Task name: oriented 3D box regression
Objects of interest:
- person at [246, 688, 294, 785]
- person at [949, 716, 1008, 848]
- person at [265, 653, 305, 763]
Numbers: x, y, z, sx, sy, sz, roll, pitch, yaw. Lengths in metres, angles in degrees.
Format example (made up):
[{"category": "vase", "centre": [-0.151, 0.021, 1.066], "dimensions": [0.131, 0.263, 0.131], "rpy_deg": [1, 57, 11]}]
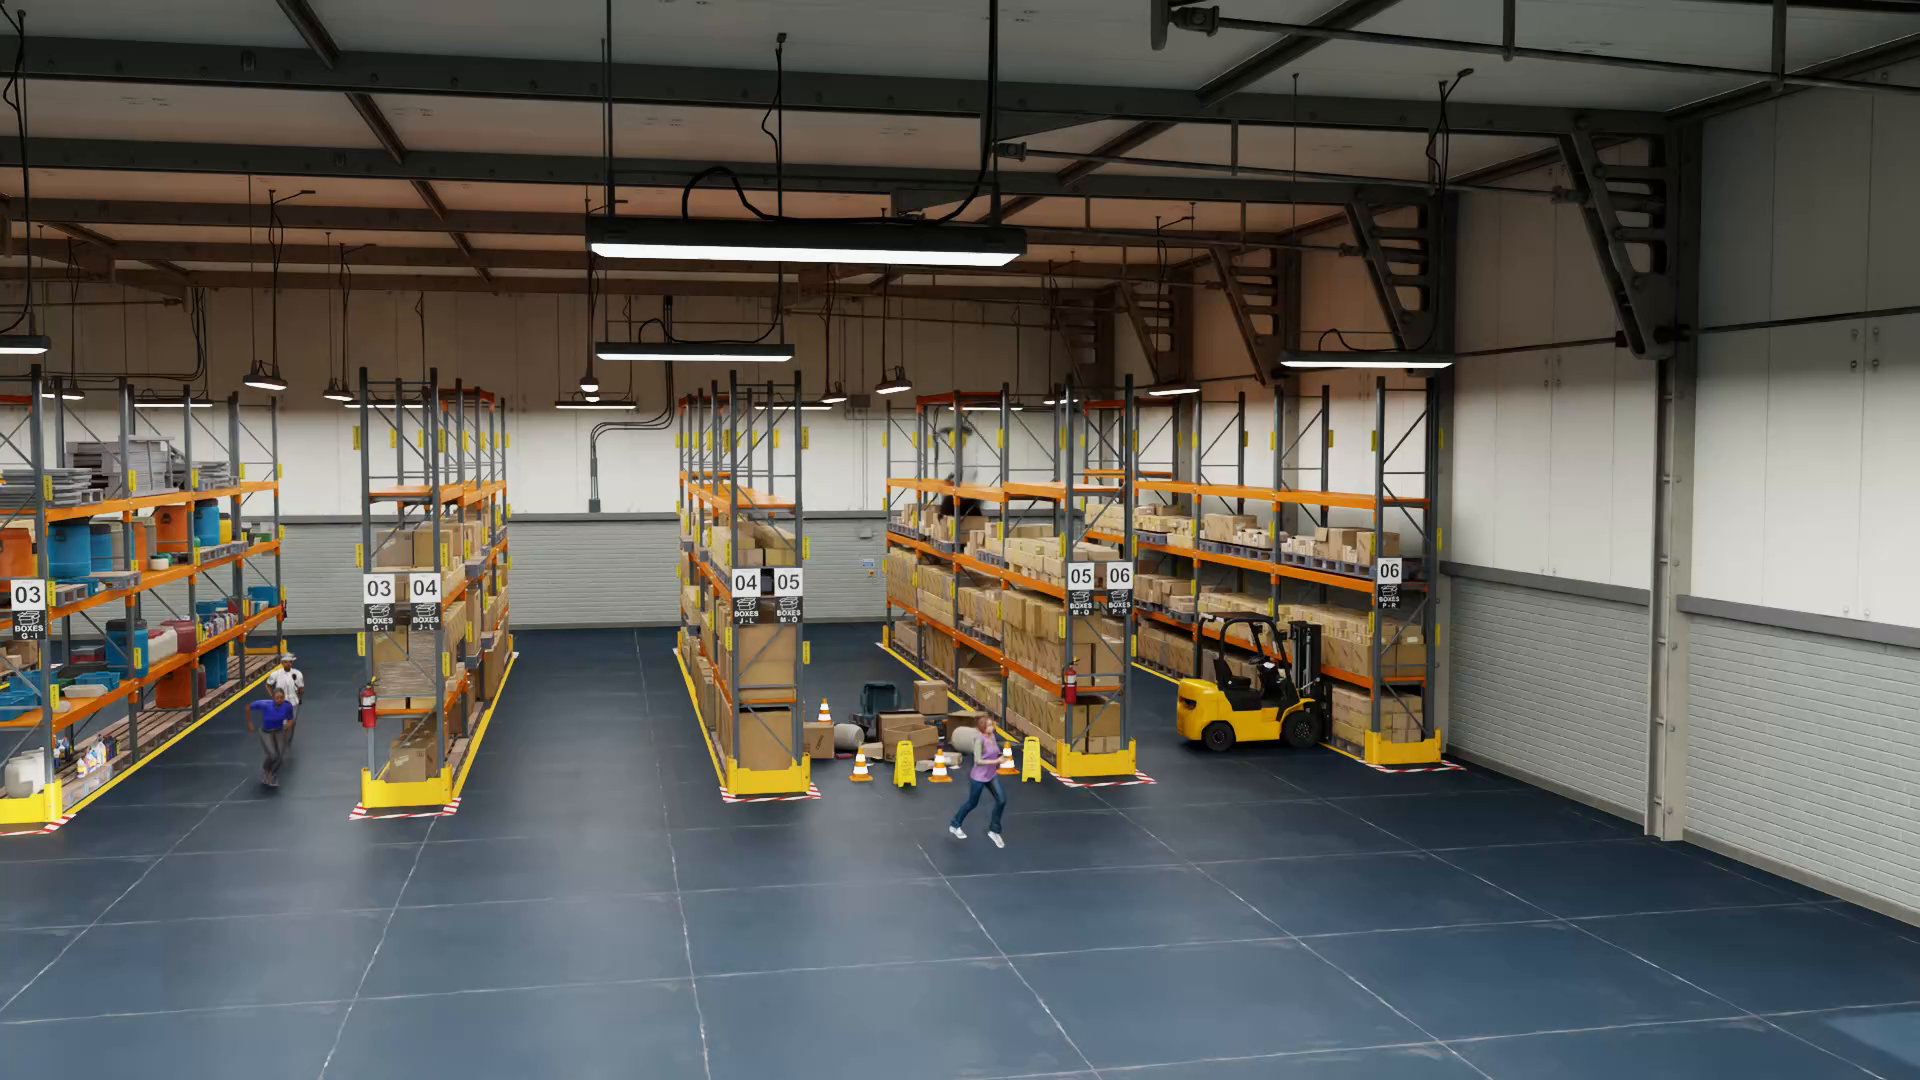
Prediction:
[{"category": "person", "centre": [-9.916, 2.837, 23.911], "dimensions": [0.602, 1.486, 0.856], "rpy_deg": [-3, 4, -41]}, {"category": "person", "centre": [0.273, 2.979, 20.599], "dimensions": [0.837, 1.632, 0.545], "rpy_deg": [3, 4, 38]}, {"category": "person", "centre": [-10.542, 2.620, 26.045], "dimensions": [0.551, 1.733, 0.709], "rpy_deg": [-2, 4, -34]}]
